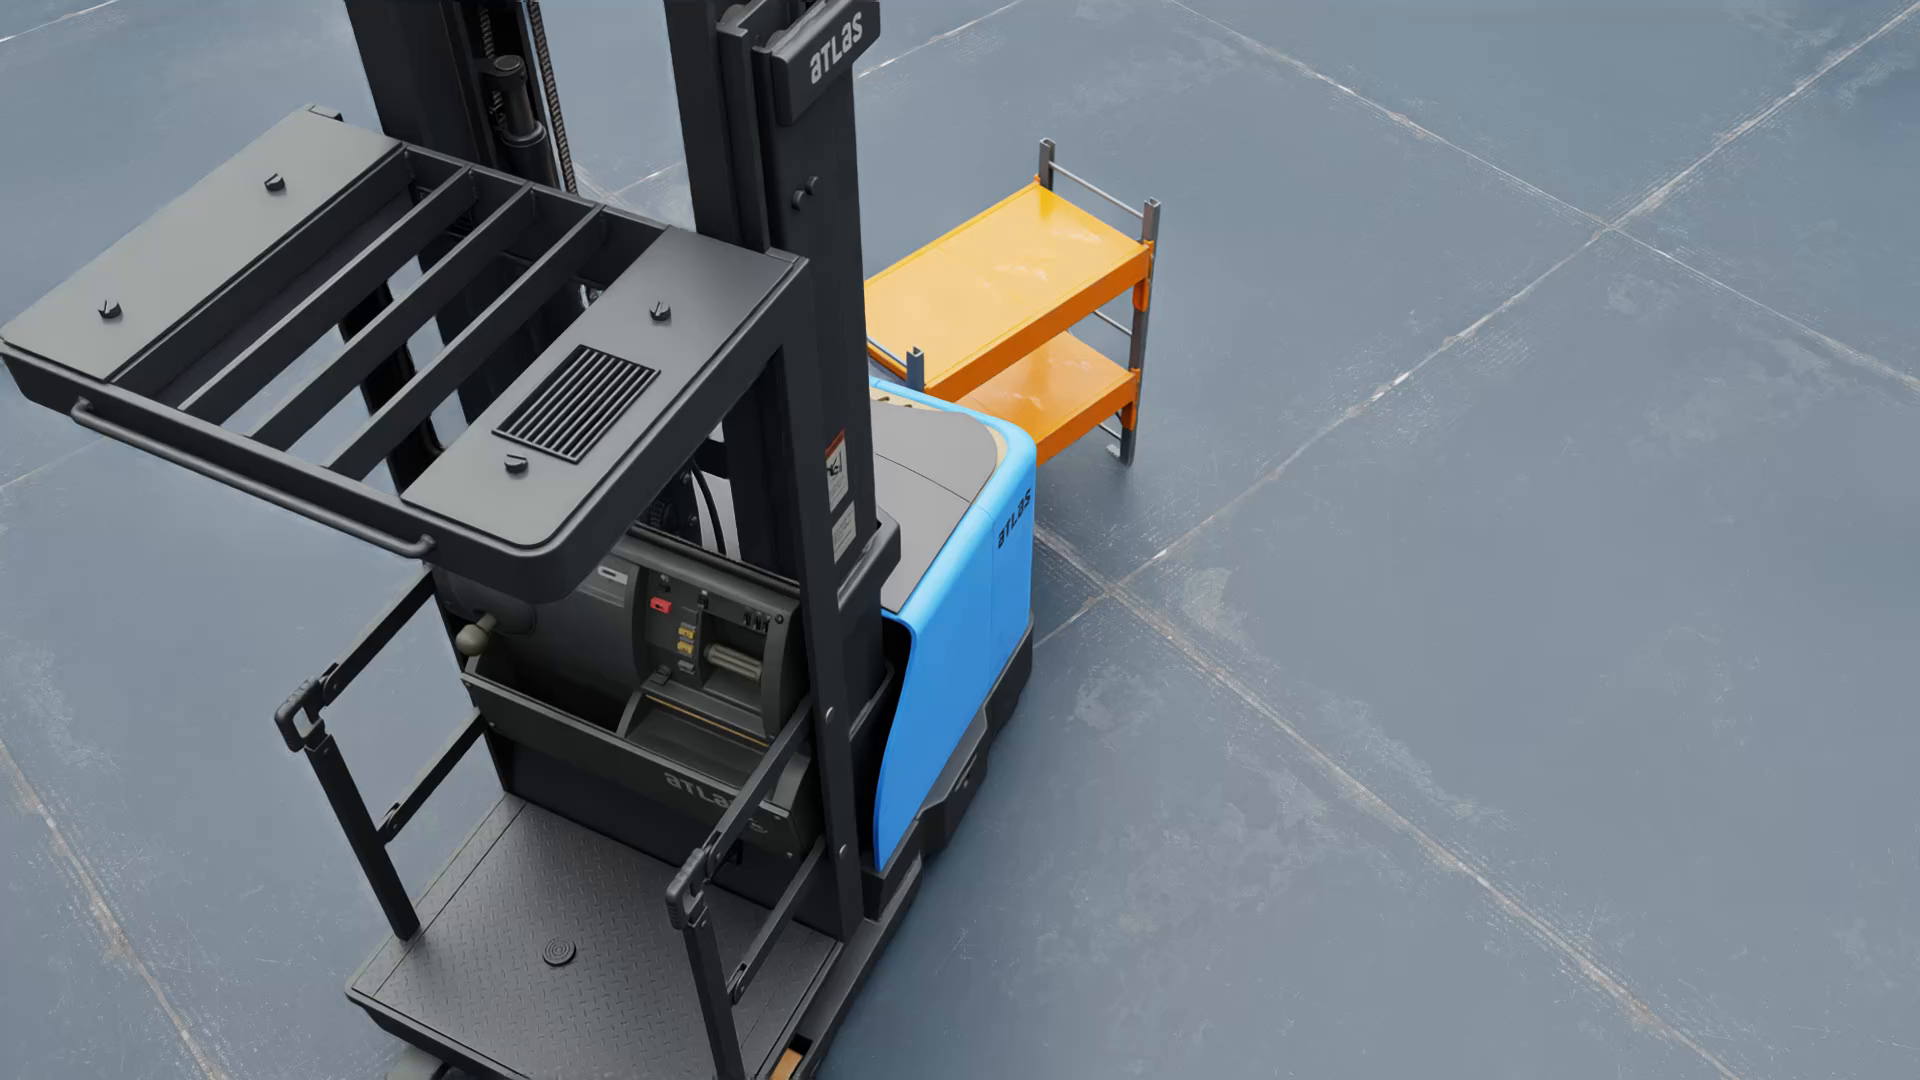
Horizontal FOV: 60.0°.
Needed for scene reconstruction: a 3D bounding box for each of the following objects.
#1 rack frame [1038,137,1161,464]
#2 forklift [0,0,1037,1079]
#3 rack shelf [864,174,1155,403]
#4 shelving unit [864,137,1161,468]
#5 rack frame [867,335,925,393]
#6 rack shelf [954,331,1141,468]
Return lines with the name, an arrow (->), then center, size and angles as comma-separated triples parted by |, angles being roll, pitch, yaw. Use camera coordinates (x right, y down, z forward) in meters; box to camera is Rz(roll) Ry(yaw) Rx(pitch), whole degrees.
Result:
rack frame -> 0.444, -0.795, 5.718 | 0.032, 1.125, 0.500 | -35, 56, -28
forklift -> -0.874, 0.251, 3.524 | 1.130, 2.935, 3.031 | 20, 50, 17
rack shelf -> 0.079, -0.733, 5.263 | 1.000, 0.278, 0.538 | -35, 56, -28
shelving unit -> 0.079, -0.535, 5.478 | 1.048, 1.125, 0.538 | -35, 56, -28
rack frame -> -0.286, -0.275, 5.238 | 0.032, 1.125, 0.500 | -35, 56, -28
rack shelf -> 0.079, -0.369, 5.658 | 1.000, 0.278, 0.538 | -35, 56, -28
